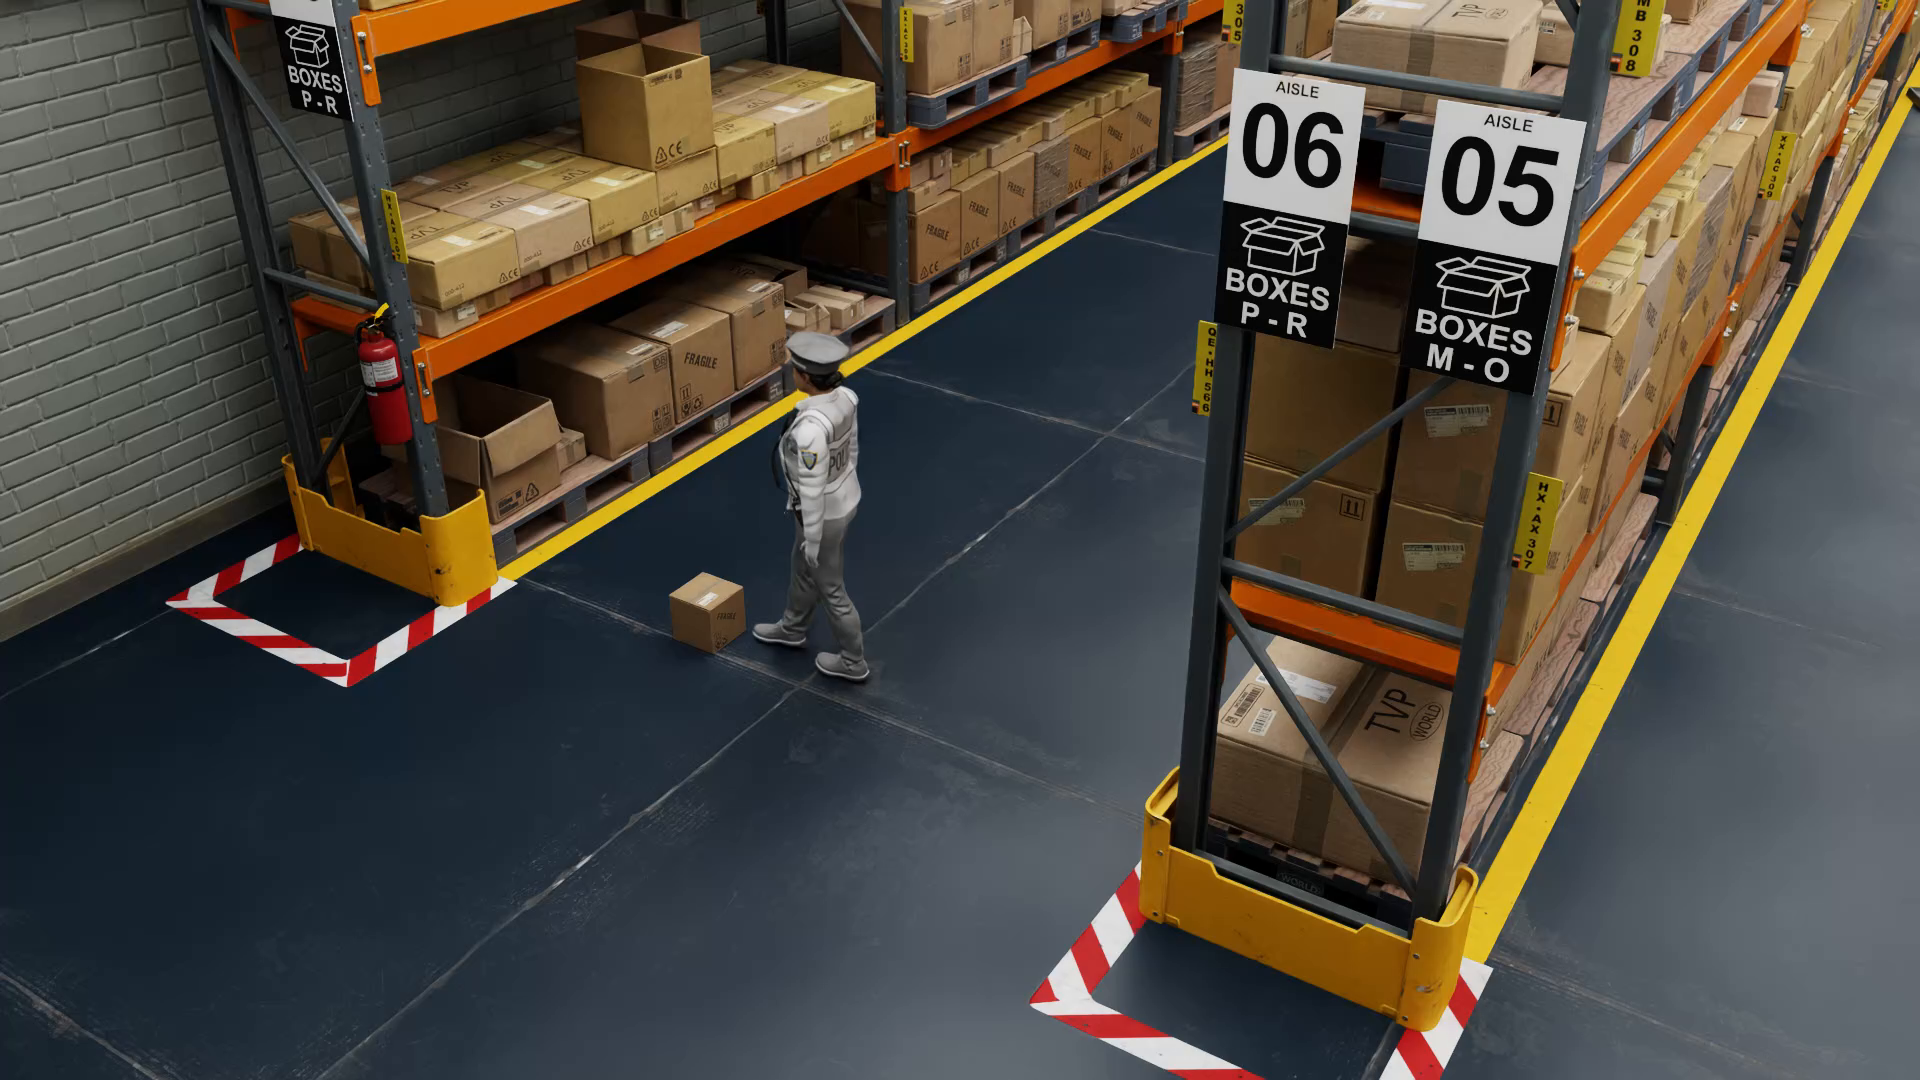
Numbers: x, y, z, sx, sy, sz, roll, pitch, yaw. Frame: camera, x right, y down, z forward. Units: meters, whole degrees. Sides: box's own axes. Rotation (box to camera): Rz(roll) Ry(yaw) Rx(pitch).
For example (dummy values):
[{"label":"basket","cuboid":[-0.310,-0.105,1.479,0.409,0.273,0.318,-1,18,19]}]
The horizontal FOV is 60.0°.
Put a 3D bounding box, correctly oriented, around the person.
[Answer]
[{"label":"person","cuboid":[-0.723,-0.141,7.341,0.647,1.663,0.507,9,32,15]}]
